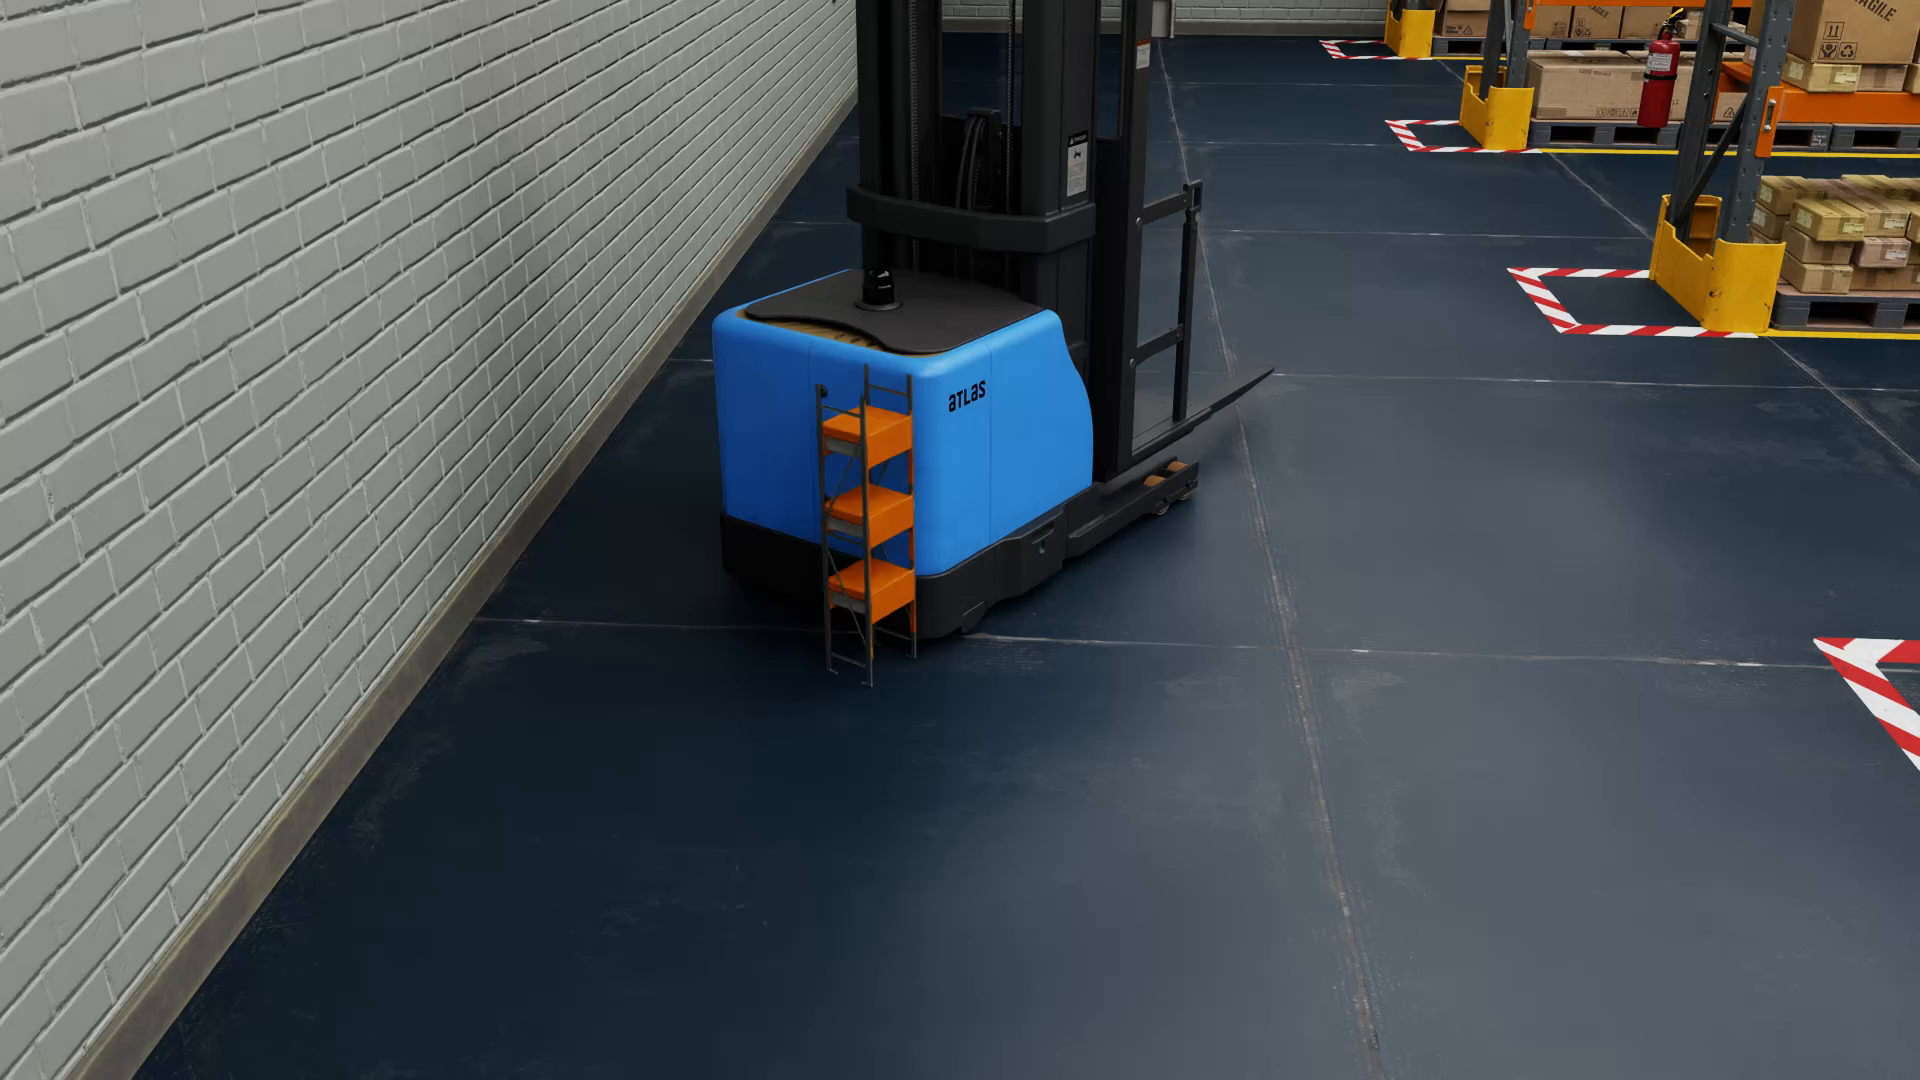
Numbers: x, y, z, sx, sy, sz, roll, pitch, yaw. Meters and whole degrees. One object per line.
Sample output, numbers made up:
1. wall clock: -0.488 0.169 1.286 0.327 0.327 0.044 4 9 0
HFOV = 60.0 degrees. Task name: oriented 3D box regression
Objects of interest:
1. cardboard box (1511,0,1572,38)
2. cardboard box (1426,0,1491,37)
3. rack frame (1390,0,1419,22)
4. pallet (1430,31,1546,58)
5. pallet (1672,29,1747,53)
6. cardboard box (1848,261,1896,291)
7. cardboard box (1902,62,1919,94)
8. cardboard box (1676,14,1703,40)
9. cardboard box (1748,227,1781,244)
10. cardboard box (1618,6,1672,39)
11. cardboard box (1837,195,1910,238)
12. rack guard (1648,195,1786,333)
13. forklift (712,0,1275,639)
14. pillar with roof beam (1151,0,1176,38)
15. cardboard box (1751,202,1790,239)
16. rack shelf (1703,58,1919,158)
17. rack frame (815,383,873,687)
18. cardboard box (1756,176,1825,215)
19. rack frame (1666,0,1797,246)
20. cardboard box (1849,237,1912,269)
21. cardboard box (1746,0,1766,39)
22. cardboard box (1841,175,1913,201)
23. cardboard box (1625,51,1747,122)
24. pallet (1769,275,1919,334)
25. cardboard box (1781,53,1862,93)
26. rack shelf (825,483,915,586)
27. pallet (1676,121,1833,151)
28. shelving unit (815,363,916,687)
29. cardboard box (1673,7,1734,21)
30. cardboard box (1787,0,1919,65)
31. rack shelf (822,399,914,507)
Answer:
1. cardboard box: 6.415 -5.851 18.366 0.500 0.500 0.700 3 25 6
2. cardboard box: 5.566 -5.896 18.460 0.637 0.503 0.797 1 25 2
3. rack frame: 4.964 -6.899 18.154 0.127 3.000 1.000 2 25 4
4. pallet: 5.834 -5.604 18.677 1.213 0.211 1.003 2 25 4
5. pallet: 8.267 -5.526 18.508 1.213 0.211 1.003 2 25 4
6. cardboard box: 5.074 -1.535 9.405 0.250 0.149 0.380 2 25 4
7. cardboard box: 5.128 -2.481 8.853 0.250 0.149 0.380 1 25 2
8. cardboard box: 8.018 -5.626 18.157 0.258 0.266 0.396 3 25 6
9. cardboard box: 4.850 -1.729 9.828 0.250 0.149 0.380 2 25 5
10. cardboard box: 7.451 -5.818 18.294 0.500 0.500 0.700 1 25 2
11. cardboard box: 5.090 -1.812 9.297 0.250 0.149 0.380 2 25 5
12. rack guard: 4.385 -1.626 9.685 0.348 0.500 1.175 2 25 4
13. forklift: 0.366 -1.542 6.595 1.130 2.935 3.031 17 30 32
14. pillar with roof beam: 2.015 -8.292 14.005 0.400 9.000 9.100 2 25 4
15. cardboard box: 4.857 -1.896 9.835 0.250 0.149 0.380 1 25 3
16. rack shelf: 6.303 -2.373 9.179 4.000 0.370 1.077 2 25 4
17. rack frame: -0.381 -0.001 5.495 0.200 1.050 0.008 17 30 33
18. cardboard box: 4.856 -2.018 9.744 0.250 0.149 0.380 2 25 5
19. rack frame: 4.309 -2.764 9.167 0.127 3.000 1.000 2 25 4
20. cardboard box: 5.081 -1.638 9.274 0.250 0.149 0.380 2 25 4
21. cardboard box: 4.777 -3.037 9.286 0.500 0.500 0.500 2 25 5
22. cardboard box: 5.370 -2.031 9.772 0.250 0.149 0.380 1 25 3
23. cardboard box: 6.166 -3.852 14.095 0.875 0.438 0.875 2 25 5
24. pallet: 5.192 -1.454 9.657 1.213 0.211 1.003 2 25 4
25. cardboard box: 4.607 -2.502 8.901 0.250 0.149 0.380 2 25 4
26. rack shelf: -0.309 -0.032 5.589 0.215 0.259 0.240 17 30 33
27. pallet: 6.604 -3.530 14.169 1.213 0.211 1.003 2 25 4
28. shelving unit: -0.309 -0.042 5.584 0.215 1.050 0.252 17 30 33
29. cardboard box: 8.311 -5.860 18.610 0.500 0.311 0.500 3 25 6
30. cardboard box: 4.736 -2.815 8.803 0.500 0.500 0.500 3 25 6
31. rack shelf: -0.309 -0.290 5.470 0.215 0.259 0.240 17 30 33
